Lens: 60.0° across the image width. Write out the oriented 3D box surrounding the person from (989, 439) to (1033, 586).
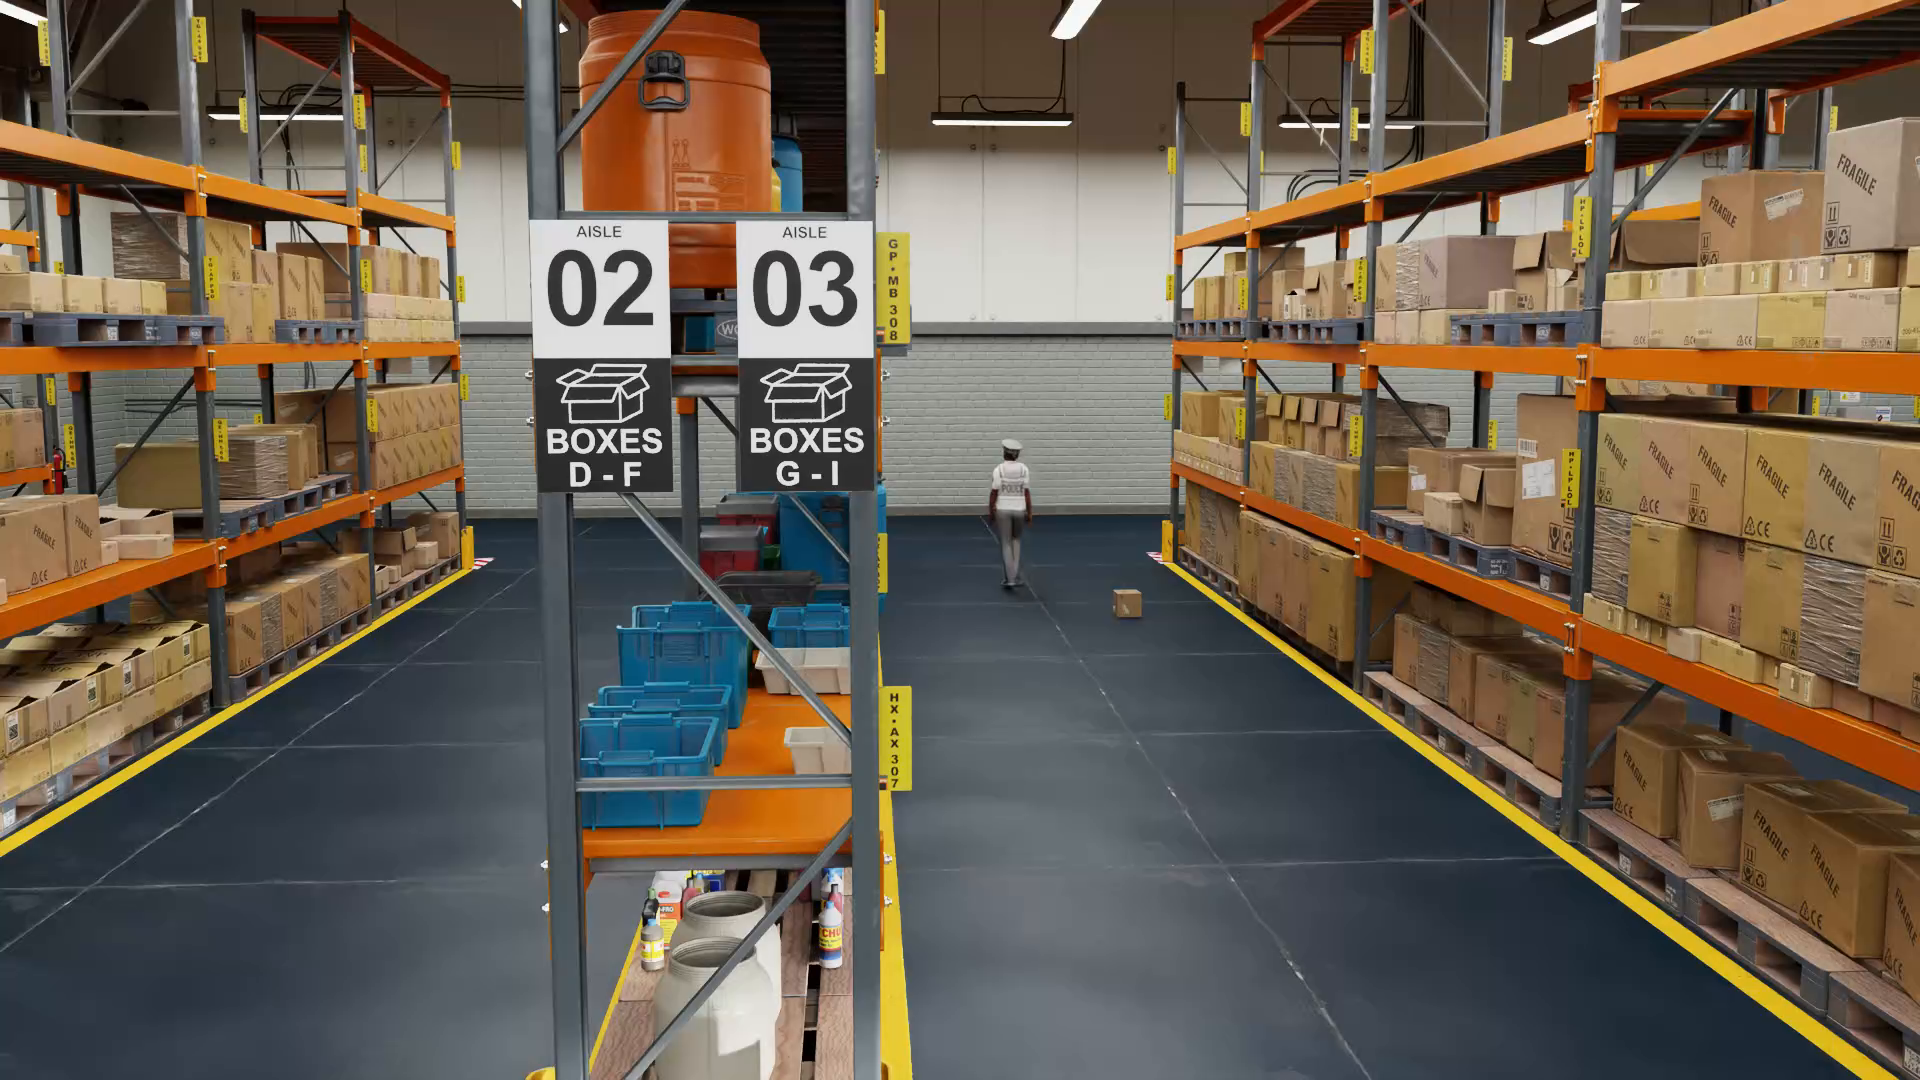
[{"bbox_3d":[0.567,-0.281,19.073,0.483,1.750,0.516,-2,7,-19],"label":"person"}]
